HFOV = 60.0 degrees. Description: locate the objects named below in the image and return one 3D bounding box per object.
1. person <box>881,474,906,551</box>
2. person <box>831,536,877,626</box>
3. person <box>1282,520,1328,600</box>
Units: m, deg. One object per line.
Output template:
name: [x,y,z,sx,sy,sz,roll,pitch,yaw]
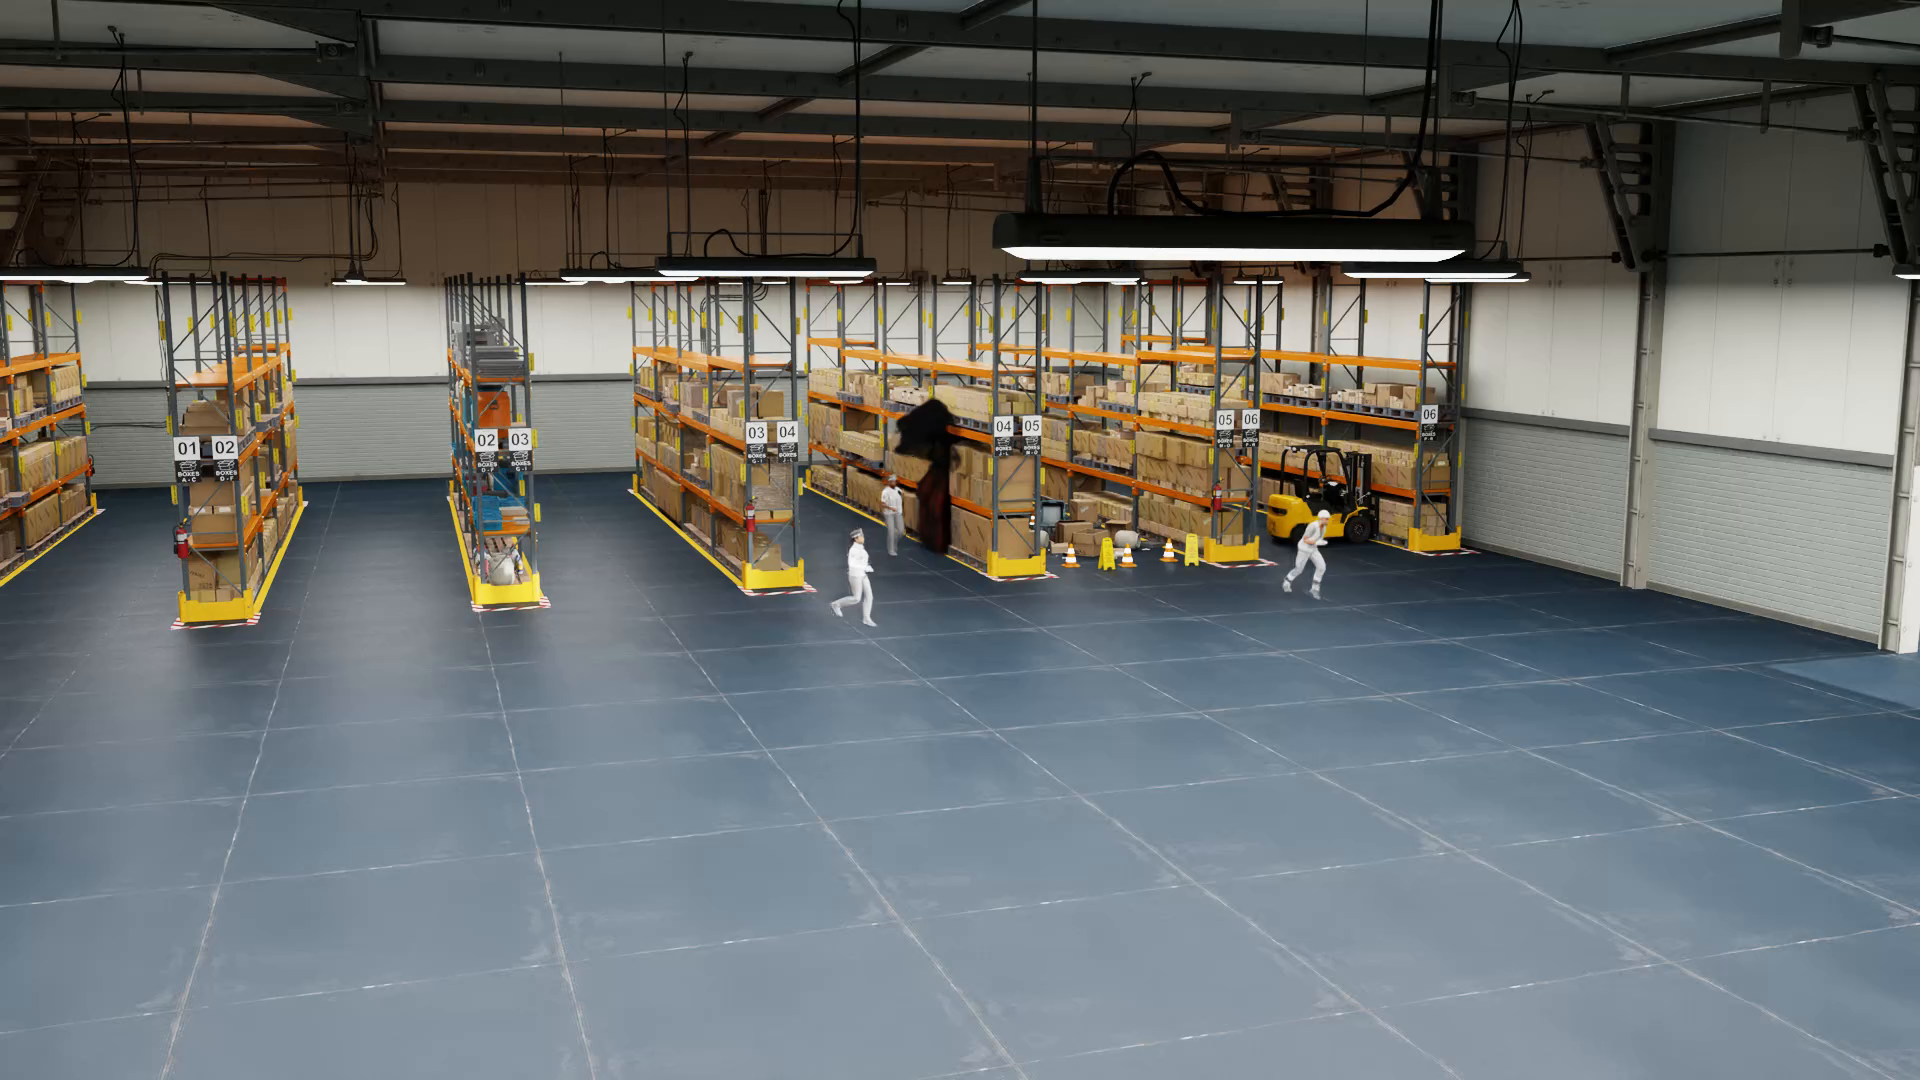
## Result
person: [-1.332,-0.552,34.064,0.569,1.598,0.512,-5,10,-29]
person: [-1.813,0.672,28.444,0.817,1.653,0.558,2,9,14]
person: [6.463,0.352,31.000,0.672,1.537,1.007,-8,12,-44]
